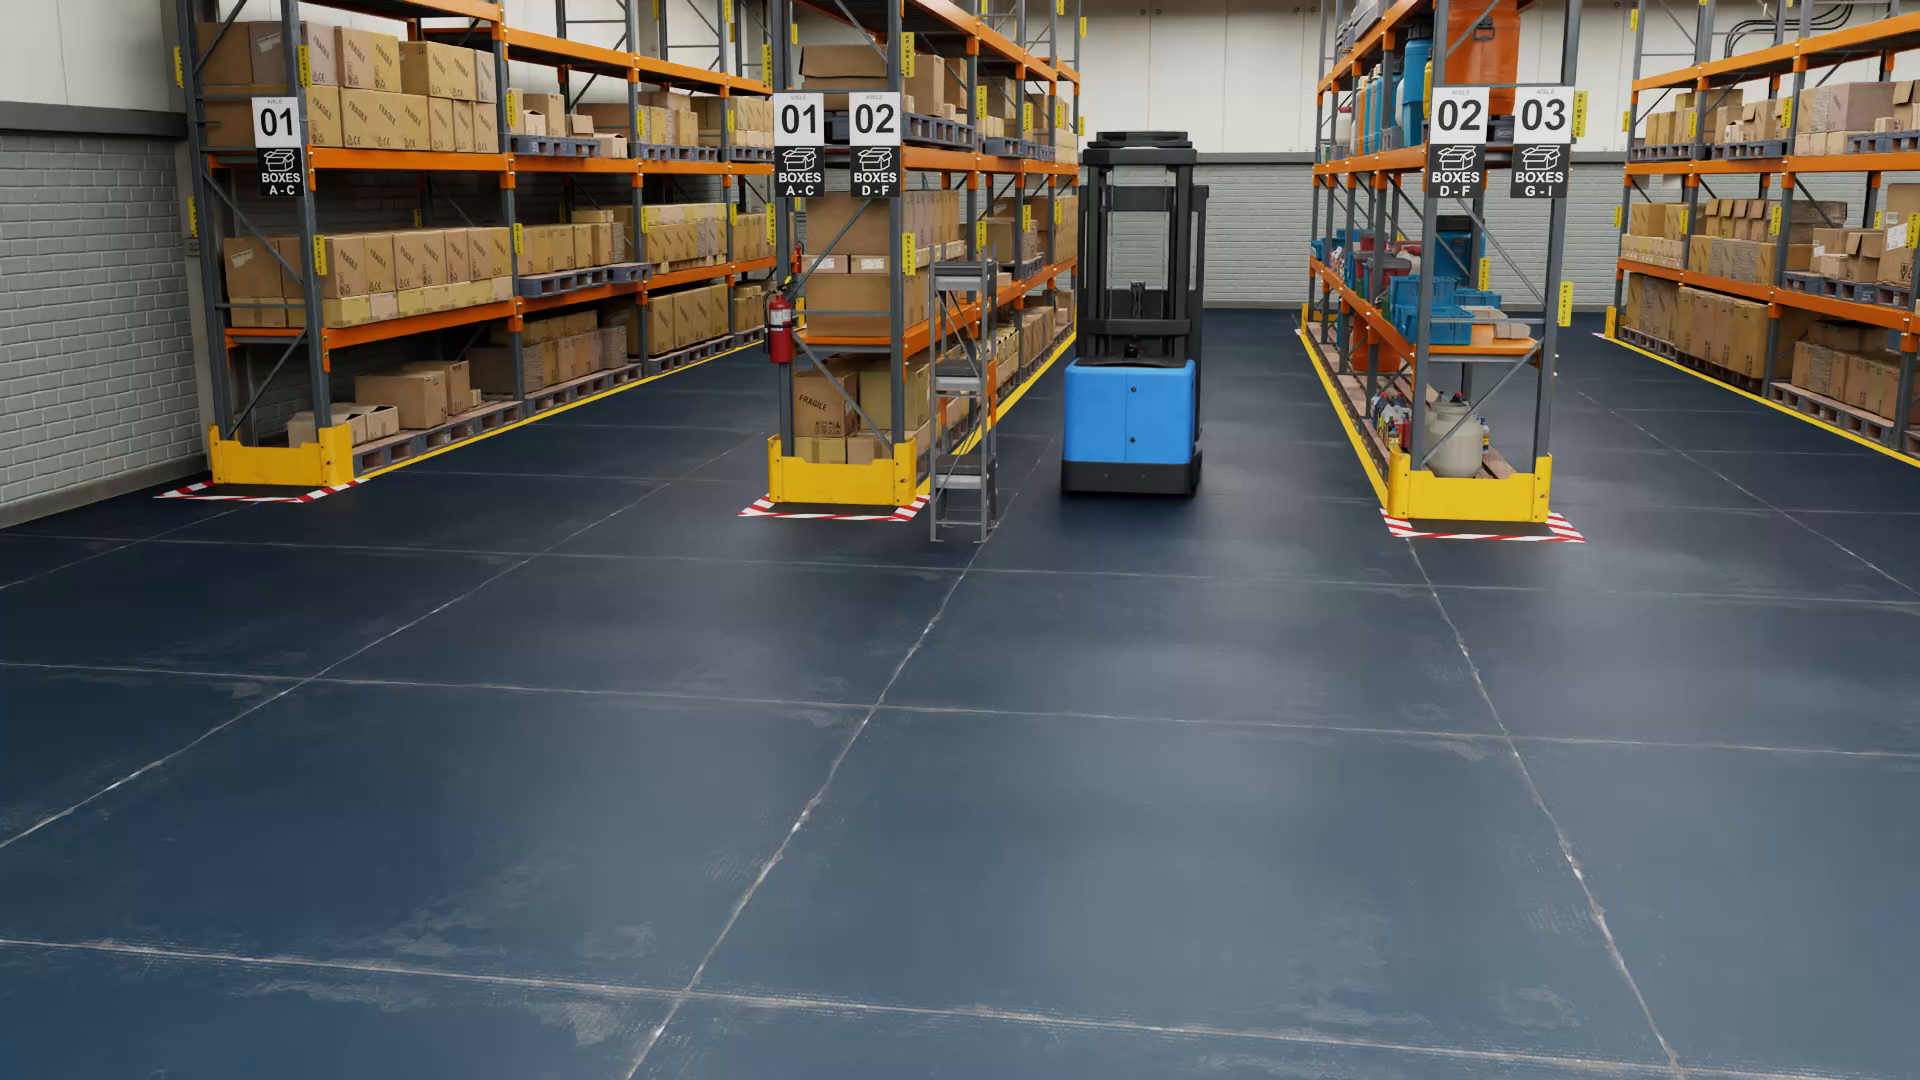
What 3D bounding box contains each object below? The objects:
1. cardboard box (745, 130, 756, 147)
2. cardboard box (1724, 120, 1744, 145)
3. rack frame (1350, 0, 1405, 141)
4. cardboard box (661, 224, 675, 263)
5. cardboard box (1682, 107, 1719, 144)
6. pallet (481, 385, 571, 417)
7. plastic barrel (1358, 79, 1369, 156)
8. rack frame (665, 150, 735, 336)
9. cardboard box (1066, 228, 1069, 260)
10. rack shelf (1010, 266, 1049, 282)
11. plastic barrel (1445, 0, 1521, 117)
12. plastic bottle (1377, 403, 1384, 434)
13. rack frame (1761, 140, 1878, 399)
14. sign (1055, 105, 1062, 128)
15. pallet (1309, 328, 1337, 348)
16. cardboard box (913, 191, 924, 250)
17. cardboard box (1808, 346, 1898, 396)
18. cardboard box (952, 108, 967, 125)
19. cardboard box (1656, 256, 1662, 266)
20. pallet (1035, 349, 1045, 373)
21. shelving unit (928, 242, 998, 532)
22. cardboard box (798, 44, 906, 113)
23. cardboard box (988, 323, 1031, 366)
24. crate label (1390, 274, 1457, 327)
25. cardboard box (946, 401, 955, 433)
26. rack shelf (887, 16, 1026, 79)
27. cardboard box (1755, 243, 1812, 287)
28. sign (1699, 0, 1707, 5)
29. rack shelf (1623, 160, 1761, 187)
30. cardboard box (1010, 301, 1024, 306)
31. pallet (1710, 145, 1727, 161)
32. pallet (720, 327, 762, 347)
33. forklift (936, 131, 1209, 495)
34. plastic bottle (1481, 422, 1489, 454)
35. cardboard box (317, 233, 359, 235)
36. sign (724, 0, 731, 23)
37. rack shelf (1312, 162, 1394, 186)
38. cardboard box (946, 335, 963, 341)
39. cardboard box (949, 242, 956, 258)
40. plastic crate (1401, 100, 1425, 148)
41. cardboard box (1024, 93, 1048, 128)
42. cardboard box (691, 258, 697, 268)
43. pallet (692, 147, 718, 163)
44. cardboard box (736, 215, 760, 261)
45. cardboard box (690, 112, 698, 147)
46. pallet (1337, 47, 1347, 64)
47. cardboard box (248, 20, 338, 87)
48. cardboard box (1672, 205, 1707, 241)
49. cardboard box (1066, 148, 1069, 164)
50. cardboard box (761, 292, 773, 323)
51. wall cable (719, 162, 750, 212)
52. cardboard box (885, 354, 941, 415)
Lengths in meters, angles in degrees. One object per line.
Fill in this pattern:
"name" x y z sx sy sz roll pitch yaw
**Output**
"cardboard box" -3.539 -6.342 26.305 0.602 0.250 0.602 -1 12 -6
"cardboard box" 10.428 -5.375 21.911 0.500 0.311 0.500 1 12 7
"rack frame" 5.176 -6.233 19.557 1.000 3.000 0.127 2 12 9
"cardboard box" -4.196 -4.027 22.569 0.500 0.500 0.500 2 12 11
"cardboard box" 10.746 -5.907 23.691 0.700 0.500 0.500 1 12 5
"pallet" -5.110 -1.588 18.860 1.003 0.211 1.213 2 12 9
"plastic barrel" 4.735 -4.677 18.435 0.600 0.830 0.708 2 12 9
"rack frame" -3.998 -4.454 25.542 1.000 3.000 0.127 2 12 9
"cardboard box" 1.476 -4.757 26.711 0.500 0.500 0.500 2 12 8
"rack shelf" 0.590 -3.657 22.916 0.919 0.052 3.809 2 12 9
"plastic barrel" 3.895 -3.622 12.544 0.600 0.830 0.708 2 12 9
"plastic bottle" 3.931 -1.128 15.512 0.061 0.283 0.133 2 12 11
"rack frame" 10.070 -3.140 19.444 1.000 3.000 0.127 2 12 9
"sign" 1.446 -6.189 24.309 0.100 0.325 0.005 2 12 9
"pallet" 6.051 -3.179 26.244 1.003 0.211 1.213 2 12 9
"cardboard box" -0.703 -2.802 14.558 0.700 0.500 0.500 2 12 9
"cardboard box" 9.914 -1.877 18.473 0.700 0.500 0.500 1 12 4
"cardboard box" -0.229 -4.355 17.323 0.500 0.250 0.500 3 13 15
"cardboard box" 10.566 -4.138 24.672 0.380 0.149 0.250 2 12 10
"pallet" 0.624 -2.506 23.121 1.003 0.211 1.213 2 12 9
"shelving unit" 0.026 -1.061 11.934 0.431 2.100 0.499 2 12 9
"cardboard box" -0.856 -3.707 13.378 0.797 0.503 0.637 3 12 13
"cardboard box" 0.635 -2.540 21.551 0.500 0.500 0.500 2 12 11
"crate label" 3.961 -2.044 14.276 0.502 0.435 0.616 2 12 9
"cardboard box" -0.337 -1.178 15.871 0.500 0.250 0.500 2 12 9
"rack shelf" -0.025 -5.431 18.491 1.077 0.370 4.000 2 12 9
"cardboard box" 9.901 -3.300 19.947 0.500 0.500 0.500 2 12 10
"sign" 10.141 -7.463 22.668 0.100 0.325 0.005 2 12 9
"rack shelf" 10.993 -5.504 24.999 1.077 0.370 4.000 2 12 9
"cardboard box" 0.705 -3.415 25.611 0.500 0.500 0.500 2 12 9
"pallet" 10.593 -5.153 22.119 0.805 0.209 1.217 1 12 6
"pallet" -3.804 -3.247 26.558 1.003 0.211 1.213 2 12 9
"forklift" 1.117 -1.891 13.811 1.782 2.935 4.795 2 12 10
"plastic bottle" 4.532 -0.884 14.407 0.097 0.271 0.097 0 12 0
"cardboard box" -5.819 -2.577 15.357 0.500 0.500 0.500 2 12 7
"sign" -3.460 -7.867 24.733 0.100 0.325 0.005 2 12 9
"rack shelf" 6.099 -5.664 25.744 1.077 0.370 4.000 2 12 9
"cardboard box" -0.242 -2.282 19.661 0.500 0.311 0.500 2 12 7
"cardboard box" -0.241 -2.826 16.208 0.380 0.149 0.250 2 12 7
"plastic crate" 3.941 -3.500 14.034 0.392 0.384 0.575 2 12 9
"cardboard box" 0.934 -6.401 24.844 0.700 0.500 0.500 2 12 9
"cardboard box" -4.009 -3.999 23.977 0.380 0.149 0.250 2 12 7
"pallet" -4.090 -5.635 24.353 0.805 0.209 1.217 1 12 6
"cardboard box" -3.781 -4.865 26.736 0.980 0.700 0.700 2 12 7
"cardboard box" -4.242 -6.005 24.335 0.700 0.500 0.500 1 12 6
"pallet" 5.694 -6.605 22.678 1.003 0.211 1.213 2 12 9
"cardboard box" -5.544 -4.042 13.852 0.500 0.500 0.500 1 12 5
"cardboard box" 10.492 -4.516 23.697 0.500 0.500 0.500 2 12 10
"cardboard box" 1.449 -6.093 26.382 0.500 0.250 0.500 2 12 9
"cardboard box" -3.545 -3.912 27.964 0.700 0.500 0.500 1 12 7
"wall cable" -4.121 -6.081 30.678 0.084 1.984 1.851 2 12 9
"cardboard box" -0.413 -1.441 15.309 0.500 0.500 0.500 2 12 9
